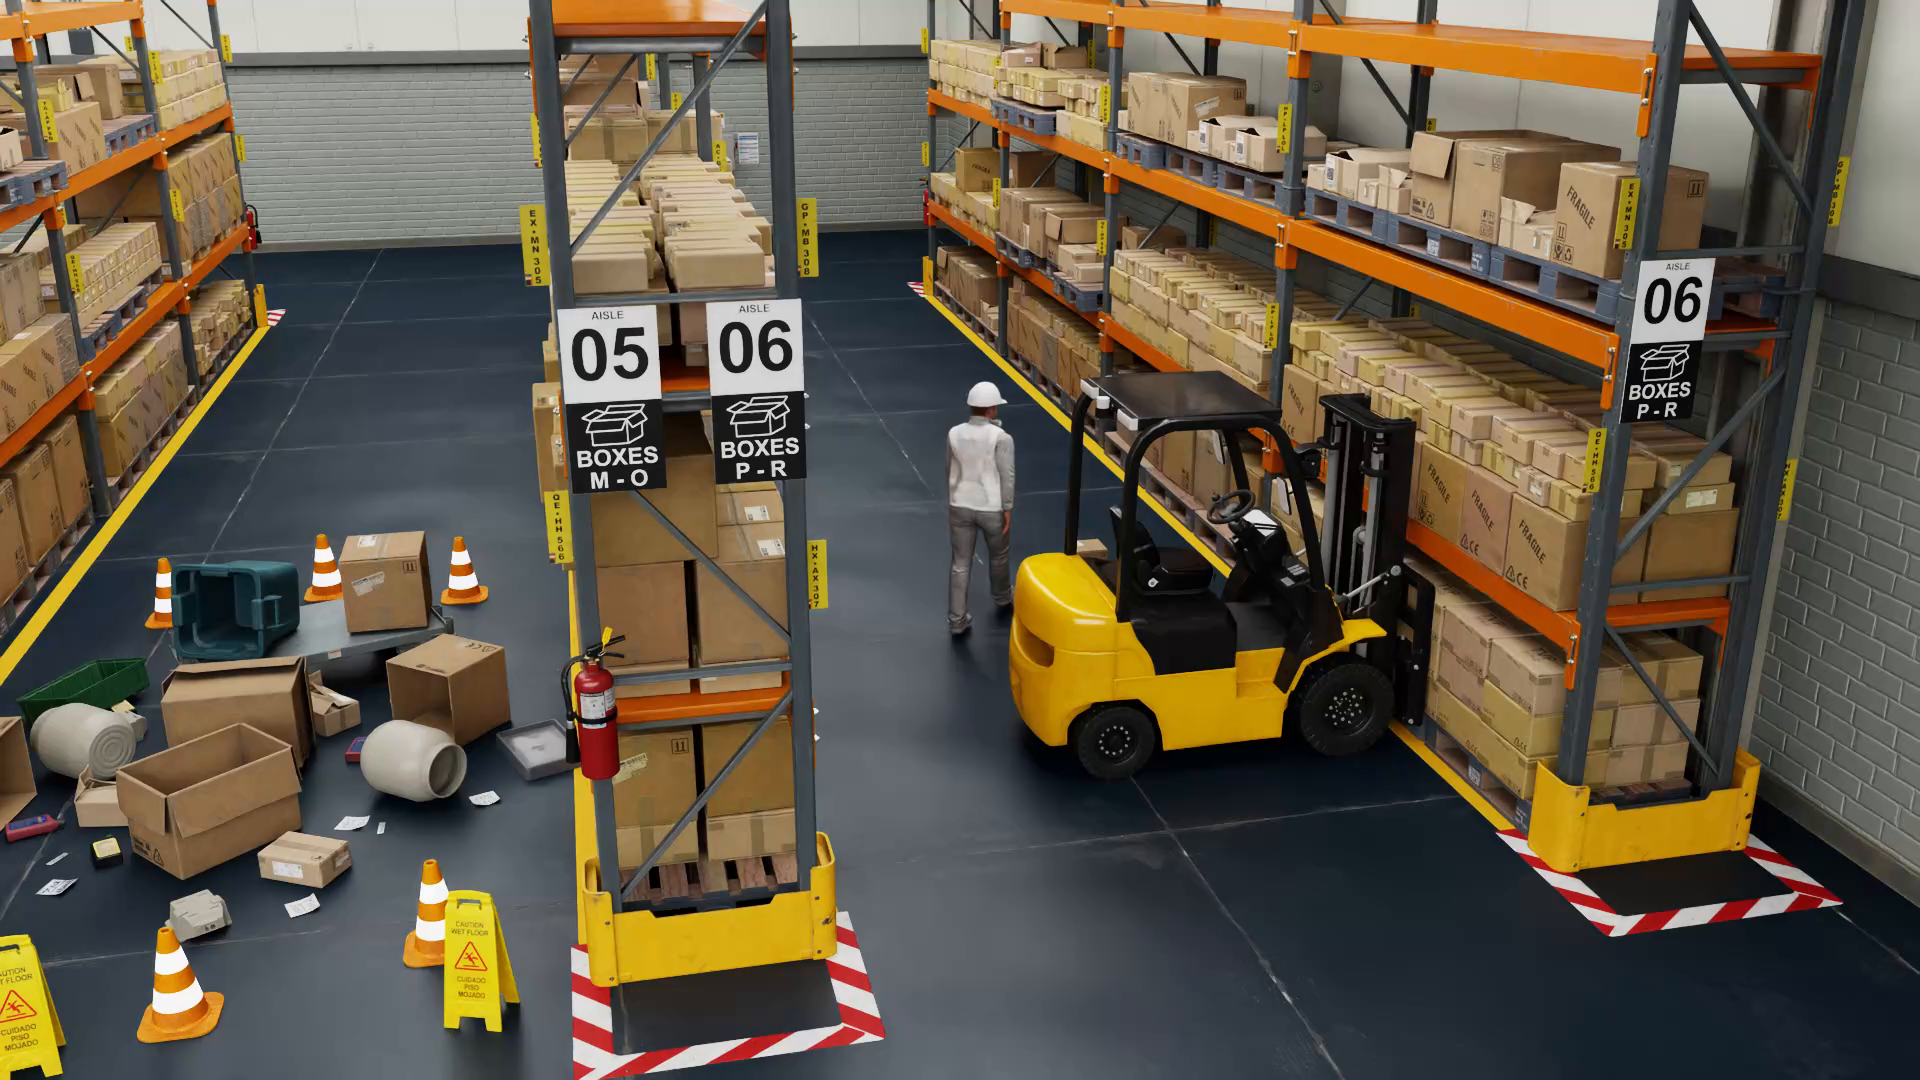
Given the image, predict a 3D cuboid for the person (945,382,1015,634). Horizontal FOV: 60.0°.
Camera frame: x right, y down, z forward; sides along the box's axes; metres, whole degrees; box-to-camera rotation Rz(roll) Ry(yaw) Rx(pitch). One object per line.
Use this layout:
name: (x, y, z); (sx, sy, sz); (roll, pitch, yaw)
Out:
person: (0.158, -0.272, 11.770); (0.552, 1.722, 0.948); (6, 20, 17)
